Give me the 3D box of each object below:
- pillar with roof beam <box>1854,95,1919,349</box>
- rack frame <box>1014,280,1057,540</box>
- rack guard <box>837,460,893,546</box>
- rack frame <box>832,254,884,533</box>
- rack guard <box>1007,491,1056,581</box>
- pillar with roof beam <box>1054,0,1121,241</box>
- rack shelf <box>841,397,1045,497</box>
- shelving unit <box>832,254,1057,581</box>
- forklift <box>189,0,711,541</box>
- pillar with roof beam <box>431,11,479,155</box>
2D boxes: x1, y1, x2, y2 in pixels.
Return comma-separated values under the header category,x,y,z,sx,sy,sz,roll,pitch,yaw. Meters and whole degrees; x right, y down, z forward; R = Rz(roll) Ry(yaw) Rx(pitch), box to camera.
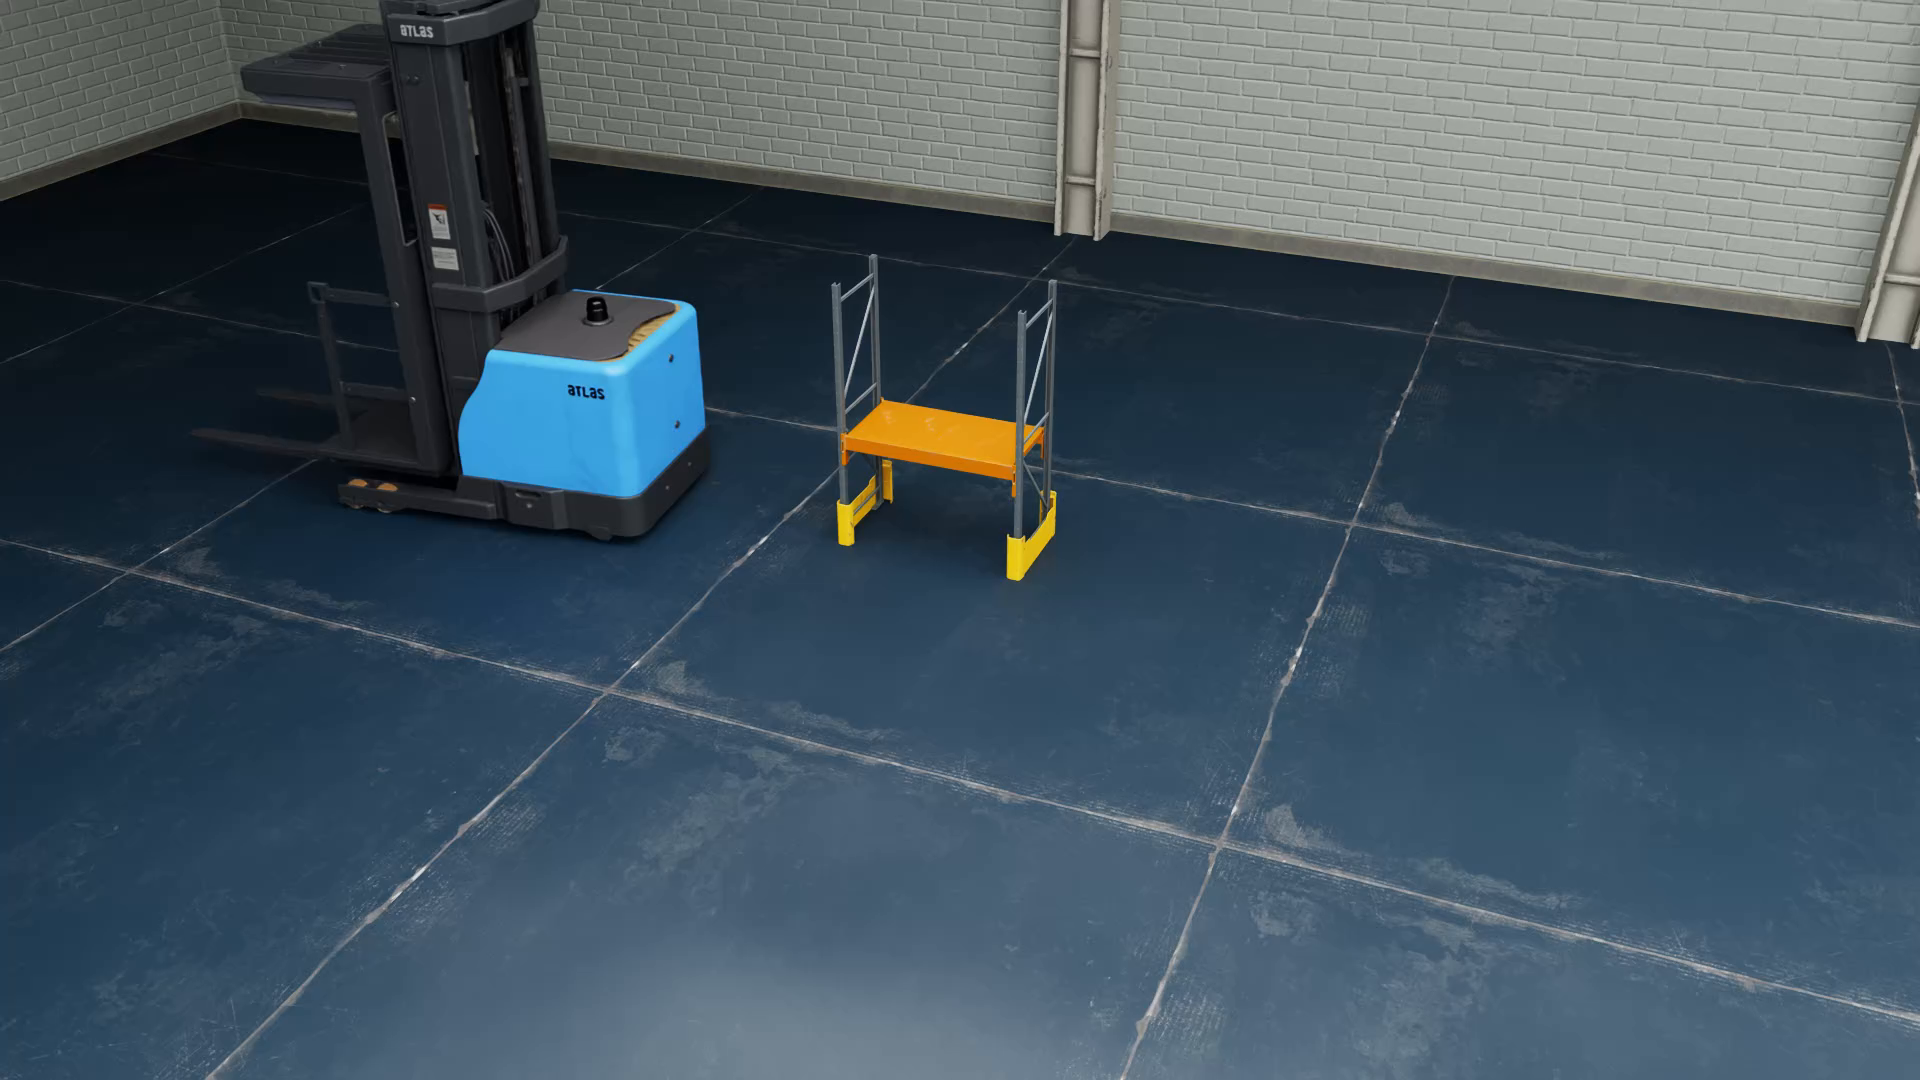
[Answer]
category,x,y,z,sx,sy,sz,roll,pitch,yaw
pillar with roof beam,4.953,-3.394,6.109,0.400,9.000,9.100,11,31,19
rack frame,0.392,-0.575,8.742,0.032,1.500,0.500,11,31,19
rack guard,-0.532,-0.215,9.376,0.087,0.250,0.587,11,31,19
rack frame,-0.550,-0.763,9.075,0.032,1.500,0.500,11,31,19
rack guard,0.391,-0.031,9.050,0.087,0.250,0.587,11,31,19
pillar with roof beam,-0.606,-4.504,8.073,0.400,9.000,9.100,11,31,19
rack shelf,-0.079,-0.512,8.997,1.000,0.185,0.538,11,31,19
shelving unit,-0.071,-0.667,8.906,1.083,1.500,0.587,11,31,19
forklift,-3.060,-1.671,9.227,3.031,2.935,1.130,8,30,14
pillar with roof beam,-6.166,-5.614,10.037,0.400,9.000,9.100,11,31,19
